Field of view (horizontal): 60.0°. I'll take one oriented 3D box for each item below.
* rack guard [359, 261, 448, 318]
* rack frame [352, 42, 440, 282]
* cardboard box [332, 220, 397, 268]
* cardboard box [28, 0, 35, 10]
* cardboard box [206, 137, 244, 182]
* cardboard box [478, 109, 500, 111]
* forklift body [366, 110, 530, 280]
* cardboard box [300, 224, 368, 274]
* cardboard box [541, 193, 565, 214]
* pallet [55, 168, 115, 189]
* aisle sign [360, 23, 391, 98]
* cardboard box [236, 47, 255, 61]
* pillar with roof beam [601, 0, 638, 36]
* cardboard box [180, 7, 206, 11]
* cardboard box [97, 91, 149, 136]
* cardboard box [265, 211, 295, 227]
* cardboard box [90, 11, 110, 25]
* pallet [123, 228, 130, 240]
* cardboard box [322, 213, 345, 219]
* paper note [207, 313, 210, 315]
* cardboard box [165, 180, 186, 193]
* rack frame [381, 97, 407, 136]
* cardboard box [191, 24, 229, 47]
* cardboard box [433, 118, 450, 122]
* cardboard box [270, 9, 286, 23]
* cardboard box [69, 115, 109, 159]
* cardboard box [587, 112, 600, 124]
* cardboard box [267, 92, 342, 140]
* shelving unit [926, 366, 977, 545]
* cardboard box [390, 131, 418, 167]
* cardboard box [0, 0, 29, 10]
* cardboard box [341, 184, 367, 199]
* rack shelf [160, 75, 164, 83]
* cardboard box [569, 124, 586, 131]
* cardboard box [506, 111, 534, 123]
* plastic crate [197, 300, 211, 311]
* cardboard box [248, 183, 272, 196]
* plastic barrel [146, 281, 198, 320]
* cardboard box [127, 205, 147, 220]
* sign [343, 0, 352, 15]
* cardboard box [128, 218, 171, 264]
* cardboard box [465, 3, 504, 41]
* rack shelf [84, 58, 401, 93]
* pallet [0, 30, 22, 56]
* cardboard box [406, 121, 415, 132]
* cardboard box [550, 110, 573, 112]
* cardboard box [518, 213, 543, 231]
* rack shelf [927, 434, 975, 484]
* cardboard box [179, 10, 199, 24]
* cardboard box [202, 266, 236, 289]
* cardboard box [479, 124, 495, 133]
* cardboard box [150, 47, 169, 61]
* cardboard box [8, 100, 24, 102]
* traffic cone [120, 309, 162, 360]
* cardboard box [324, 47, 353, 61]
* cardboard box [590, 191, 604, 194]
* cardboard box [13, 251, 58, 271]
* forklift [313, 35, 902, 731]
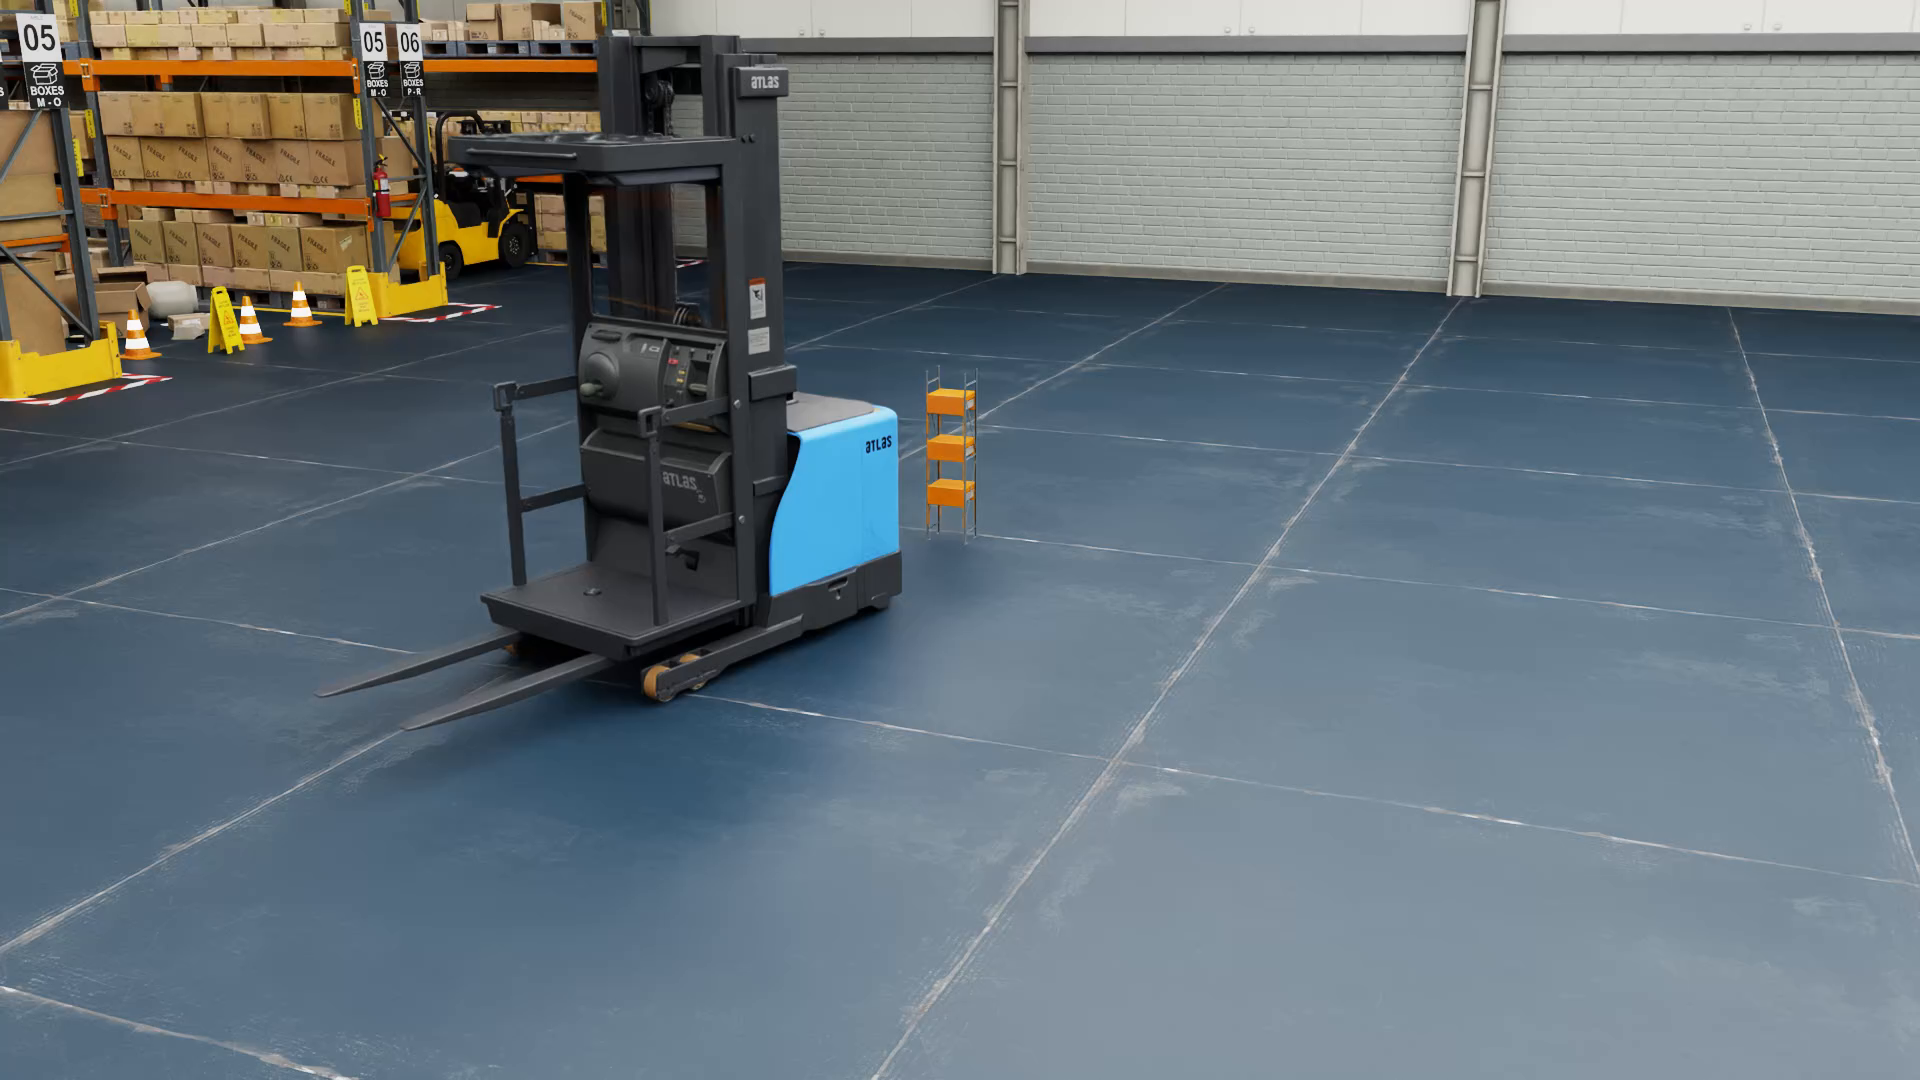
[{"bbox_3d":[-6.471,-2.928,19.361,0.348,0.500,1.175,6,17,21],"label":"rack guard"},{"bbox_3d":[-6.401,-4.120,18.986,0.127,3.000,1.000,6,17,21],"label":"rack frame"},{"bbox_3d":[-7.072,-3.518,19.745,0.500,0.500,0.500,6,17,19],"label":"cardboard box"},{"bbox_3d":[-11.665,-6.465,20.300,0.500,0.250,0.500,7,17,22],"label":"cardboard box"},{"bbox_3d":[-8.399,-4.456,19.431,0.500,0.500,0.500,6,17,21],"label":"cardboard box"},{"bbox_3d":[-6.937,-6.264,24.494,0.250,0.149,0.380,6,17,20],"label":"cardboard box"},{"bbox_3d":[-7.016,-4.721,22.578,1.214,2.155,2.313,6,17,21],"label":"forklift body"},{"bbox_3d":[-7.242,-3.376,19.255,0.500,0.500,0.500,6,17,21],"label":"cardboard box"},{"bbox_3d":[-5.603,-4.786,23.665,0.500,0.250,0.500,7,17,22],"label":"cardboard box"},{"bbox_3d":[-10.779,-4.553,20.821,1.213,0.211,1.003,6,17,21],"label":"pallet"},{"bbox_3d":[-6.449,-5.287,18.342,0.004,0.787,0.394,6,17,21],"label":"aisle sign"},{"bbox_3d":[-8.016,-5.542,18.955,0.250,0.149,0.380,6,17,19],"label":"cardboard box"},{"bbox_3d":[-6.479,-7.477,19.790,0.400,9.000,9.100,6,17,21],"label":"pillar with roof beam"},{"bbox_3d":[-11.440,-7.827,25.263,0.500,0.500,0.500,6,17,21],"label":"cardboard box"},{"bbox_3d":[-9.792,-5.099,19.852,0.500,0.500,0.700,6,17,20],"label":"cardboard box"},{"bbox_3d":[-7.840,-3.734,19.326,0.250,0.149,0.380,7,17,22],"label":"cardboard box"},{"bbox_3d":[-9.948,-6.115,19.498,0.250,0.149,0.380,6,17,20],"label":"cardboard box"},{"bbox_3d":[-12.706,-4.973,26.926,1.213,0.211,1.003,6,17,21],"label":"pallet"},{"bbox_3d":[-9.512,-5.010,25.558,0.625,0.625,0.875,6,17,20],"label":"cardboard box"},{"bbox_3d":[-8.594,-2.595,19.059,0.148,0.019,0.142,0,16,1],"label":"paper note"},{"bbox_3d":[-9.217,-4.227,19.805,0.250,0.149,0.380,7,18,22],"label":"cardboard box"},{"bbox_3d":[-8.304,-5.817,24.831,0.127,3.000,1.000,6,17,21],"label":"rack frame"},{"bbox_3d":[-8.398,-5.769,19.019,0.500,0.250,0.500,6,17,21],"label":"cardboard box"},{"bbox_3d":[-7.397,-6.130,24.032,0.250,0.149,0.380,7,17,22],"label":"cardboard box"},{"bbox_3d":[-7.511,-5.878,18.681,0.250,0.149,0.380,6,17,21],"label":"cardboard box"},{"bbox_3d":[-10.636,-4.910,20.239,0.500,0.500,0.500,6,17,20],"label":"cardboard box"},{"bbox_3d":[-4.993,-5.892,23.214,0.250,0.149,0.380,6,17,21],"label":"cardboard box"},{"bbox_3d":[-7.424,-4.841,18.961,0.500,0.500,0.700,6,17,21],"label":"cardboard box"},{"bbox_3d":[-0.050,-0.510,10.046,0.252,1.050,0.215,6,17,21],"label":"shelving unit"},{"bbox_3d":[-7.987,-5.752,24.427,0.500,0.500,0.500,6,17,19],"label":"cardboard box"},{"bbox_3d":[-8.478,-4.703,14.416,0.500,0.250,0.500,6,17,21],"label":"cardboard box"},{"bbox_3d":[-6.827,-3.982,18.962,0.250,0.149,0.380,7,18,22],"label":"cardboard box"},{"bbox_3d":[-13.885,-7.526,26.627,4.000,0.370,1.077,6,17,21],"label":"rack shelf"},{"bbox_3d":[-5.257,-5.749,23.253,0.250,0.149,0.380,7,17,22],"label":"cardboard box"},{"bbox_3d":[-6.217,-5.997,23.574,0.250,0.149,0.380,7,17,22],"label":"cardboard box"},{"bbox_3d":[-8.962,-2.754,19.517,0.583,0.080,0.402,0,16,1],"label":"plastic crate"},{"bbox_3d":[-8.043,-4.095,19.350,0.250,0.149,0.380,6,17,20],"label":"cardboard box"},{"bbox_3d":[-8.878,-2.702,18.720,0.512,0.421,0.421,-9,18,-27],"label":"plastic barrel"},{"bbox_3d":[-12.959,-5.269,26.673,0.500,0.500,0.500,6,17,20],"label":"cardboard box"},{"bbox_3d":[-6.623,-5.844,17.955,0.005,0.325,0.100,6,17,21],"label":"sign"},{"bbox_3d":[-9.672,-3.640,20.166,0.500,0.500,0.500,7,18,23],"label":"cardboard box"},{"bbox_3d":[-6.530,-7.330,23.545,0.637,0.503,0.797,7,18,22],"label":"cardboard box"},{"bbox_3d":[-8.261,-5.420,19.373,4.000,0.370,1.077,6,17,21],"label":"rack shelf"},{"bbox_3d":[-8.817,-4.297,14.374,1.213,0.211,1.003,6,17,21],"label":"pallet"},{"bbox_3d":[-7.862,-6.050,24.289,0.250,0.149,0.380,7,17,22],"label":"cardboard box"},{"bbox_3d":[-5.778,-6.109,23.959,0.250,0.149,0.380,7,18,22],"label":"cardboard box"},{"bbox_3d":[-6.101,-4.599,23.918,0.500,0.250,0.500,6,17,19],"label":"cardboard box"},{"bbox_3d":[-0.050,-0.499,10.049,0.240,0.259,0.215,6,17,21],"label":"rack shelf"},{"bbox_3d":[-8.717,-5.996,19.088,0.250,0.149,0.380,6,17,20],"label":"cardboard box"},{"bbox_3d":[-8.677,-3.175,19.908,0.500,0.250,0.500,6,17,20],"label":"cardboard box"},{"bbox_3d":[-6.673,-5.912,23.817,0.250,0.149,0.380,6,17,19],"label":"cardboard box"},{"bbox_3d":[-9.209,-5.680,19.429,0.250,0.149,0.380,7,18,22],"label":"cardboard box"},{"bbox_3d":[-12.217,-5.548,21.276,0.250,0.149,0.380,5,17,18],"label":"cardboard box"},{"bbox_3d":[-8.096,-2.030,16.337,0.334,0.463,0.336,6,17,21],"label":"traffic cone"},{"bbox_3d":[-6.835,-5.404,18.478,0.250,0.149,0.380,6,17,21],"label":"cardboard box"},{"bbox_3d":[-5.427,-4.918,24.118,0.500,0.250,0.500,6,17,21],"label":"cardboard box"},{"bbox_3d":[-10.747,-3.228,19.037,0.500,0.500,0.500,6,17,21],"label":"cardboard box"},{"bbox_3d":[-1.596,-0.819,7.737,1.130,2.935,3.031,12,20,35],"label":"forklift"}]
